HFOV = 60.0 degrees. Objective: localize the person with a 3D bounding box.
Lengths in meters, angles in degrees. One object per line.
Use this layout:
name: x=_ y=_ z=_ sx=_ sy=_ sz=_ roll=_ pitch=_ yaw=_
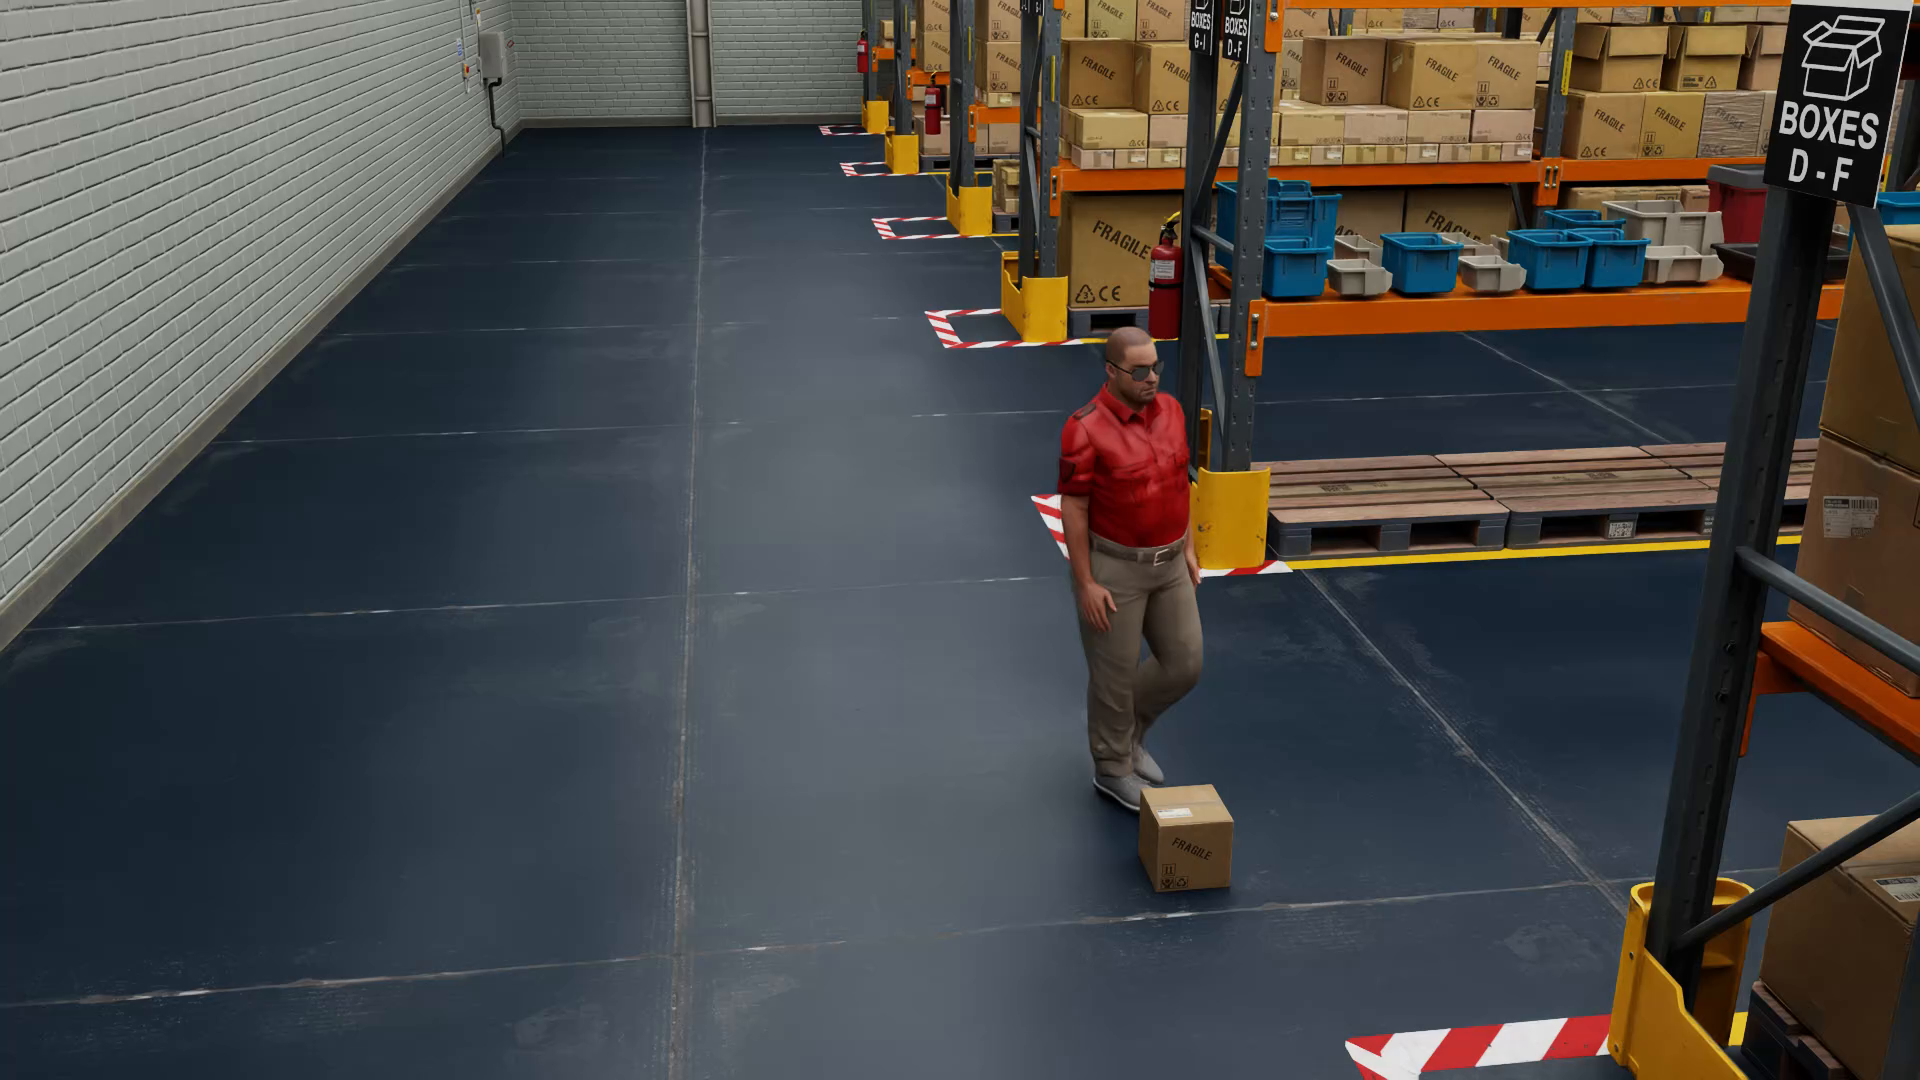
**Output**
person: x=0.602 y=0.117 z=5.766 sx=0.436 sy=1.569 sz=0.395 roll=-14 pitch=24 yaw=-33
